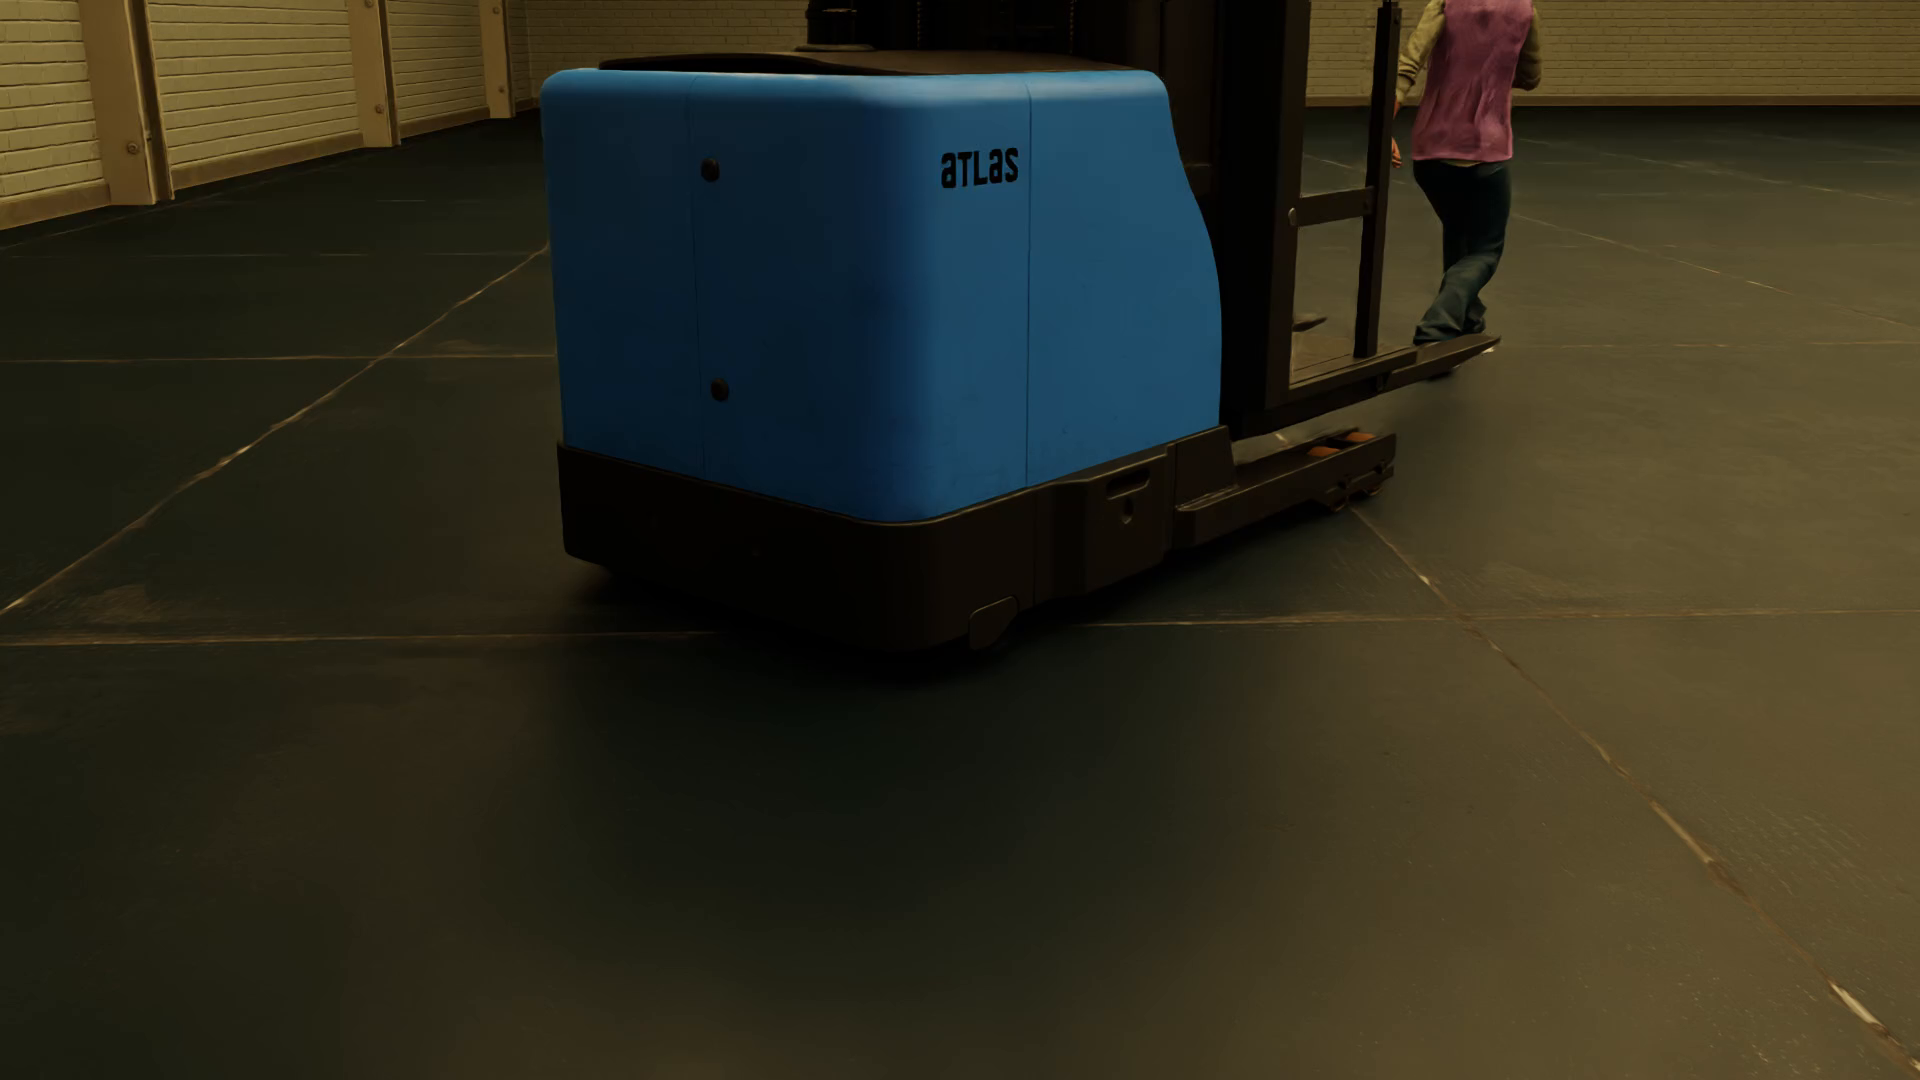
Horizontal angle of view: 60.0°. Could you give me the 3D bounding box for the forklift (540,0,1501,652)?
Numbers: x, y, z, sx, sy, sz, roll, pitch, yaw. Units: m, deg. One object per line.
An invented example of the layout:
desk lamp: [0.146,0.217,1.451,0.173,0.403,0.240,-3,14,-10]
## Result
forklift: [0.476,-1.554,3.989,1.130,2.935,3.031,14,22,38]

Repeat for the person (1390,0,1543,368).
person: [1.753,-1.342,5.793,0.428,1.517,0.826,9,19,27]
